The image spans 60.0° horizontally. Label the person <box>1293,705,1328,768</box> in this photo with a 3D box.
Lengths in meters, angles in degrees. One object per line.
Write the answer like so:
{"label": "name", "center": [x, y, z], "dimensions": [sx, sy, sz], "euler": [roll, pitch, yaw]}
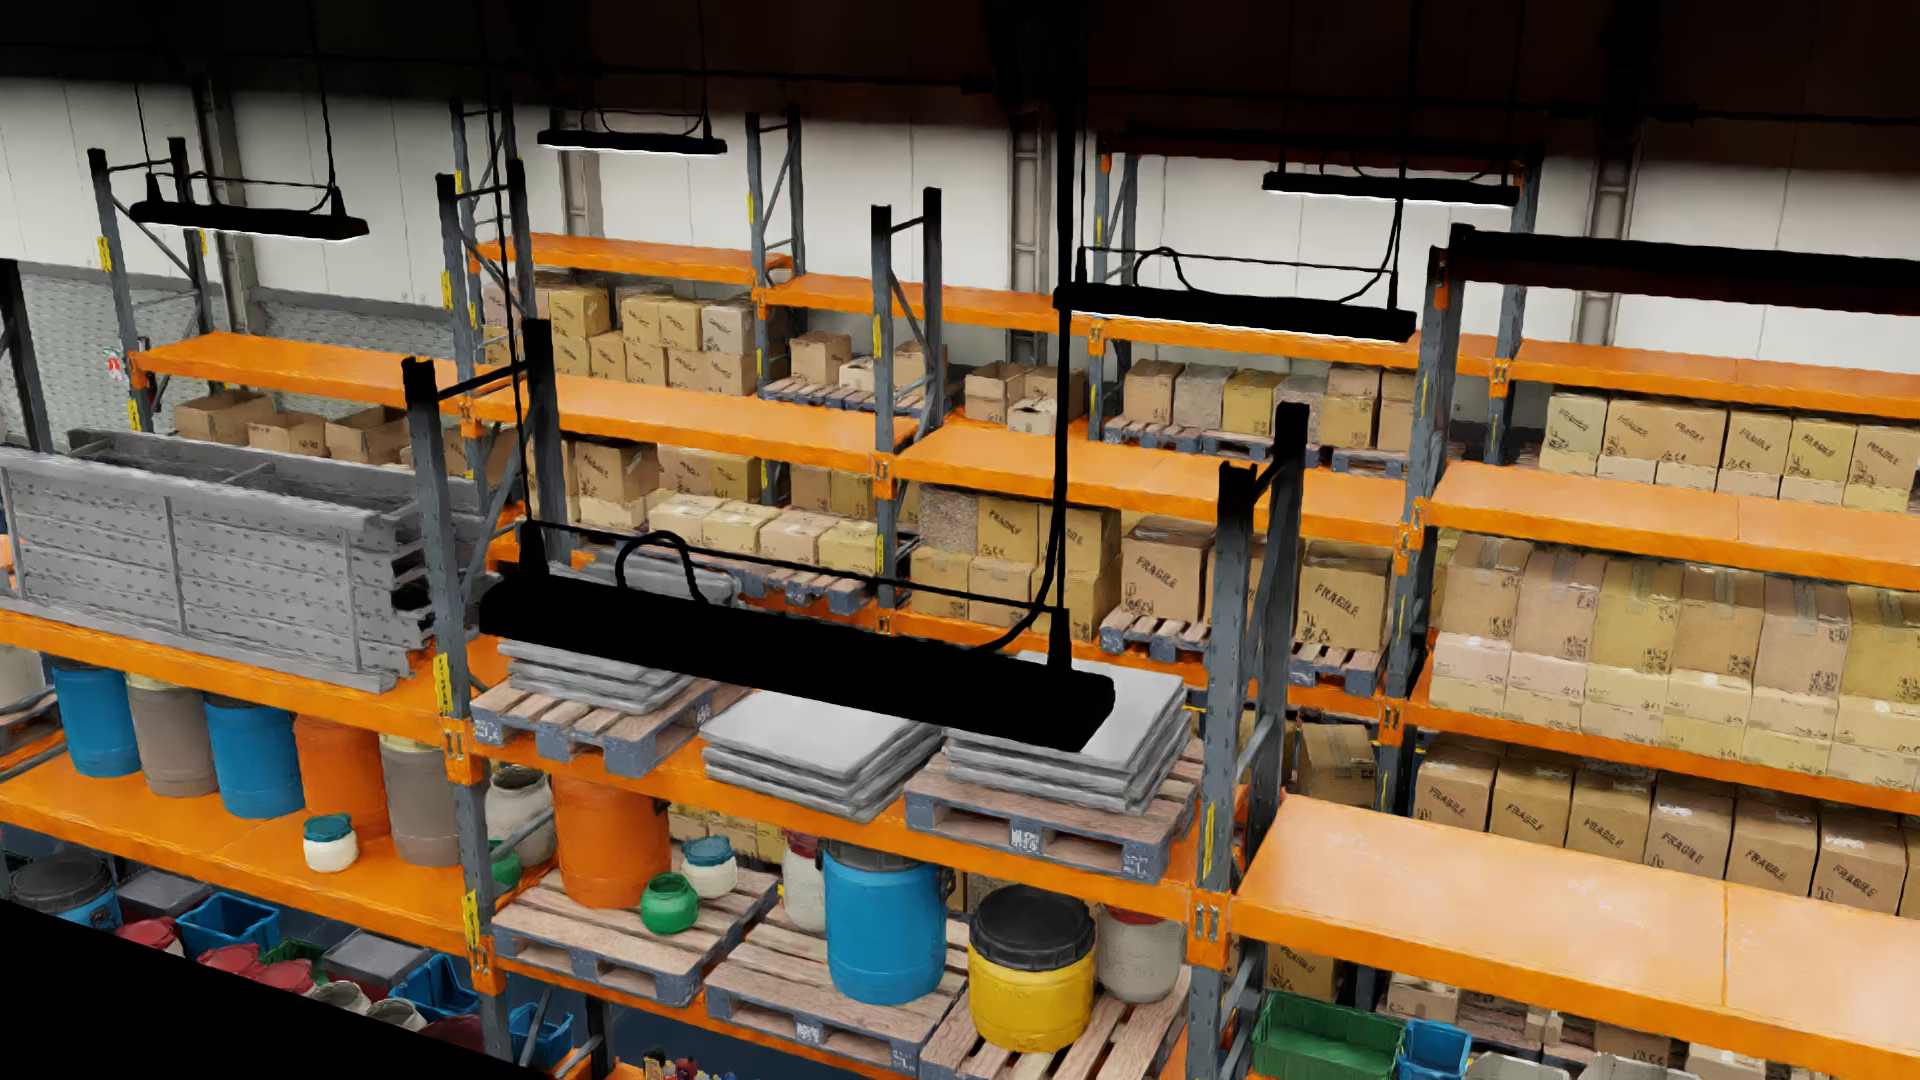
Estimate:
{"label": "person", "center": [3.071, 2.166, 14.617], "dimensions": [1.110, 1.590, 0.446], "euler": [10, 23, 24]}
